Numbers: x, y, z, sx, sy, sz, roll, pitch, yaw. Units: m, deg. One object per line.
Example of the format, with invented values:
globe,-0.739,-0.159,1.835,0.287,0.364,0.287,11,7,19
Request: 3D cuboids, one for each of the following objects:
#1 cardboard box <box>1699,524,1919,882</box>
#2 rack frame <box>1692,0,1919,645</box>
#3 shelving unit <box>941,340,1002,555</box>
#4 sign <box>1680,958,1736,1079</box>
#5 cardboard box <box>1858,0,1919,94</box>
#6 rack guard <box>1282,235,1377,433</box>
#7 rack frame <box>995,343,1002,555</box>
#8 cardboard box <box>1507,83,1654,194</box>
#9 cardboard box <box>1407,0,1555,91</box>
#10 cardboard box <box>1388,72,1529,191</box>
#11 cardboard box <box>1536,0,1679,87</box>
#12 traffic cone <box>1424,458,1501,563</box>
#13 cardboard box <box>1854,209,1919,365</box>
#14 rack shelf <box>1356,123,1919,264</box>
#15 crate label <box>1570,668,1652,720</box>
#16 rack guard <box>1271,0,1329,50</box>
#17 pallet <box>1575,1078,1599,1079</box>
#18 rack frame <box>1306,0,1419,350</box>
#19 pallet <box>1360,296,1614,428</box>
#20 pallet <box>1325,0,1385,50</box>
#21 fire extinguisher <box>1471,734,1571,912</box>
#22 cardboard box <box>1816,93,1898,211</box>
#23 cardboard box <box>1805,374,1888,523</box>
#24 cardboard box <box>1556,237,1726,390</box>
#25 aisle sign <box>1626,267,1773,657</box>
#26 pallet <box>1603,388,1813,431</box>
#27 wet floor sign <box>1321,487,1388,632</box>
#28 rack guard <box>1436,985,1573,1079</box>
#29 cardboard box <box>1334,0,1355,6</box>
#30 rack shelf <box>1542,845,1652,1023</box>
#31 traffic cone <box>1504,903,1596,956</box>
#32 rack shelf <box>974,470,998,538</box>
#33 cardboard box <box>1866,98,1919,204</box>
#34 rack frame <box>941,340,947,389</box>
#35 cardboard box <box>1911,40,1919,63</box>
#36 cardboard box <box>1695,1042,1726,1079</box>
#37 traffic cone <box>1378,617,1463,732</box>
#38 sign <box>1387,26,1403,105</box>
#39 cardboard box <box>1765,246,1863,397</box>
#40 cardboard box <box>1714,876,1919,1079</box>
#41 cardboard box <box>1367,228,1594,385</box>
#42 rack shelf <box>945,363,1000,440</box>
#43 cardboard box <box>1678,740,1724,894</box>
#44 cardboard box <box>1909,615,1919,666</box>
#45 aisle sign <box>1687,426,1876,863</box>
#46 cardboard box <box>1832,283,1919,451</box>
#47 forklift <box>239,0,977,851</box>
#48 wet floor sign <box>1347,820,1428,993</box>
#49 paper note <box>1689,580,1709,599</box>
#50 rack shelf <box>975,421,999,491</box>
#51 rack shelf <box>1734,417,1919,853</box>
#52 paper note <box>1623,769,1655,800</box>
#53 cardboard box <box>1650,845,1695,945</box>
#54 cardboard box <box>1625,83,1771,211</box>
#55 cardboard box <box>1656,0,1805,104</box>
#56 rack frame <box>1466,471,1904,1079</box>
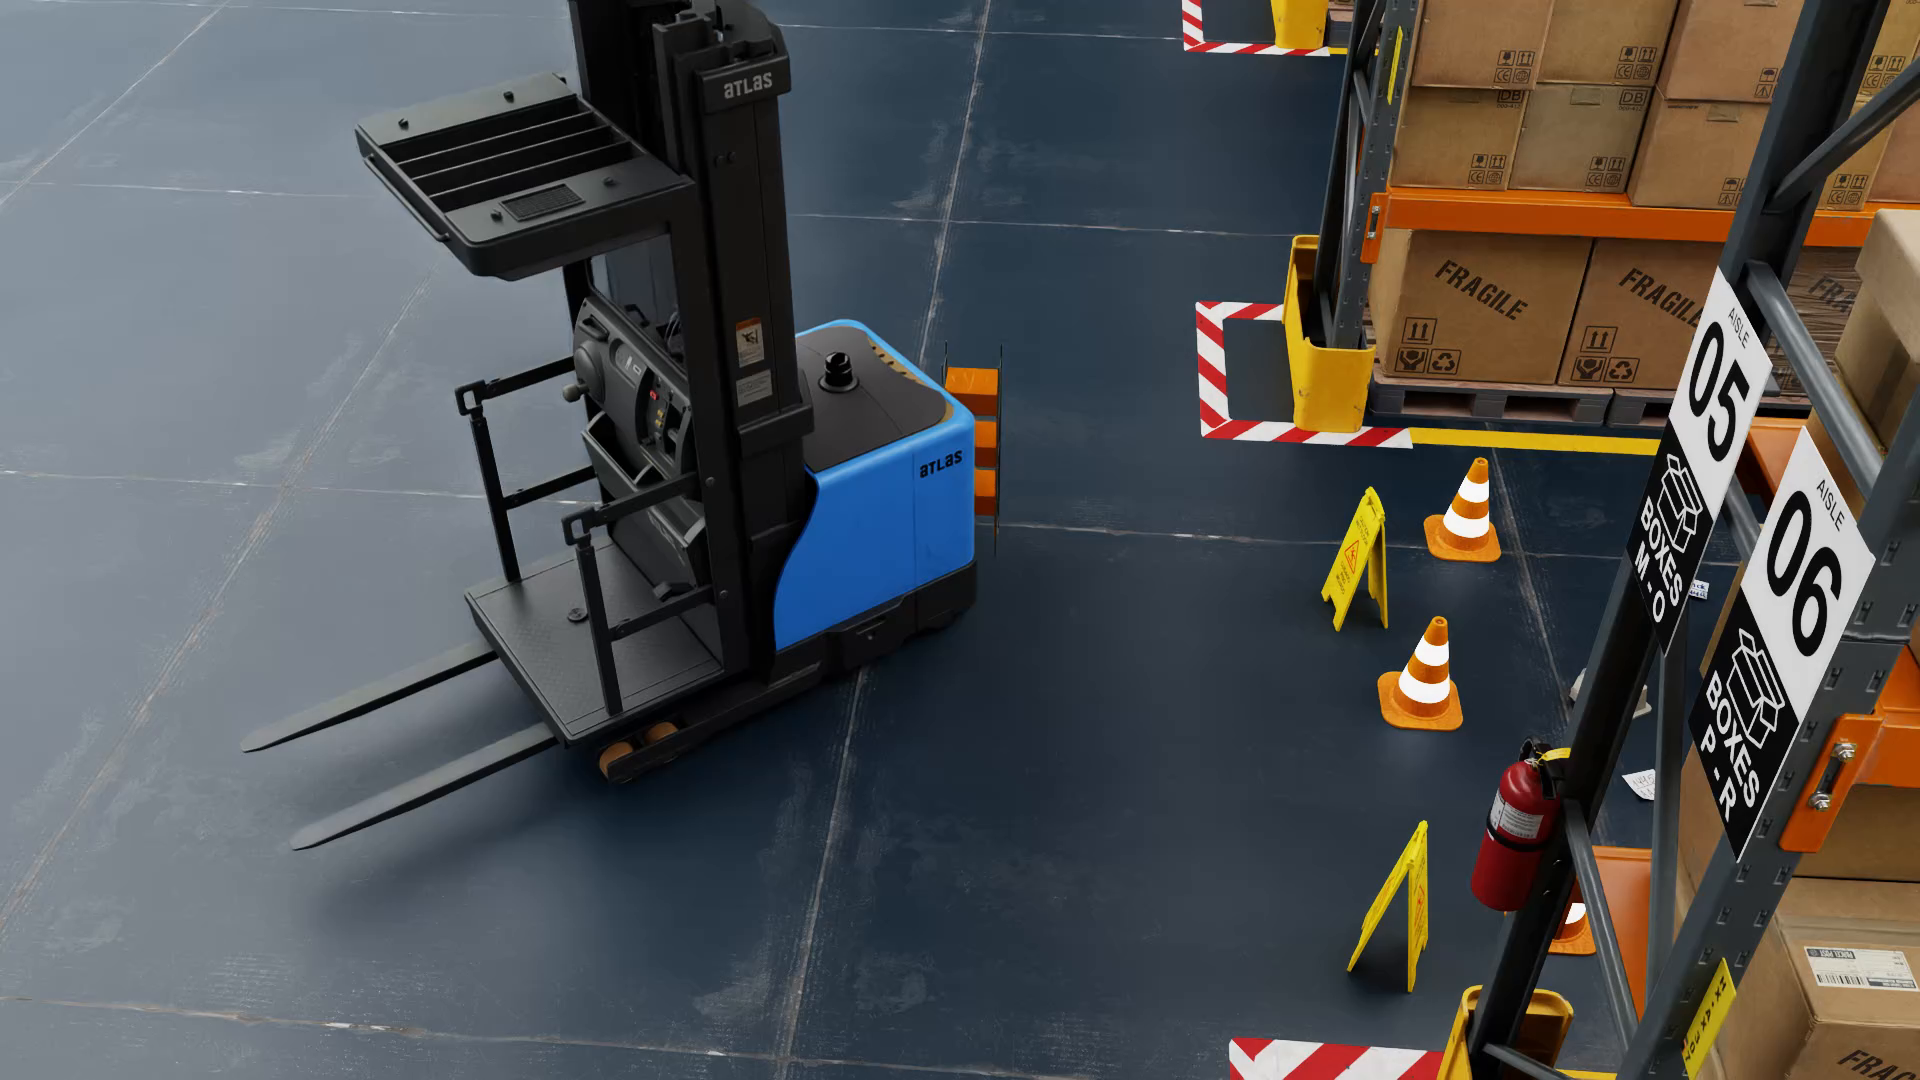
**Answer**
cardboard box,2.185,0.380,3.971,0.500,0.500,0.700,2,39,3
rack frame,1.657,-1.295,2.384,0.127,3.000,1.000,3,39,4
shelving unit,0.053,-0.404,7.585,0.252,1.050,0.215,3,39,4
sign,1.611,1.037,3.585,0.005,0.325,0.100,3,39,4
cardboard box,3.991,-2.485,7.623,0.500,0.550,0.875,3,39,4
rack guard,1.960,-1.119,8.900,0.348,0.500,1.175,3,39,4
rack frame,0.175,-0.398,7.577,0.008,1.050,0.200,3,39,4
cardboard box,2.907,-2.138,8.052,0.550,0.550,0.875,3,39,4
cardboard box,2.350,-2.520,7.666,0.550,0.550,0.875,3,39,4
cardboard box,2.357,-2.154,8.072,0.550,0.550,0.875,3,39,4
cardboard box,2.906,-2.548,7.700,0.550,0.550,0.875,3,39,4
traffic cone,2.390,-0.182,7.777,0.334,0.463,0.336,3,39,4
cardboard box,2.020,-0.511,3.364,0.250,0.149,0.380,3,39,4
rack shelf,3.976,-1.700,8.202,4.000,0.370,1.077,3,39,4
crate label,2.743,0.641,7.025,0.298,0.136,0.250,-16,42,-19
rack guard,2.588,-4.228,12.719,0.348,0.500,1.175,3,39,4
pallet,2.539,2.183,5.071,1.213,0.211,1.003,3,39,4
rack frame,1.984,-2.087,8.109,0.127,3.000,1.000,3,39,4
pallet,2.787,-1.012,8.996,1.213,0.211,1.003,3,39,4
pallet,3.394,-4.049,12.728,1.213,0.211,1.003,3,39,4
fire extinguisher,1.583,0.765,4.666,0.183,0.674,0.296,3,39,4
cardboard box,3.986,-2.025,7.914,0.500,0.550,0.875,3,39,4
cardboard box,2.037,-0.191,3.602,0.250,0.149,0.380,3,39,4
cardboard box,3.542,-1.384,8.596,0.875,0.875,0.875,3,39,3
aisle sign,1.620,-0.163,3.685,0.004,0.787,0.394,3,39,4
pallet,3.999,-0.944,8.913,1.213,0.211,1.003,3,39,4
wet floor sign,1.784,0.069,7.324,0.232,0.644,0.267,-3,39,-4
rack guard,1.733,2.005,5.061,0.348,0.500,1.175,3,39,4
cardboard box,3.133,-4.350,12.536,0.500,0.500,0.500,10,40,12
rack shelf,3.650,1.419,4.371,4.000,0.370,1.077,3,39,4
traffic cone,2.197,1.227,6.046,0.334,0.463,0.336,3,39,4
rack shelf,0.053,-0.180,7.768,0.240,0.259,0.215,3,39,4
cardboard box,4.522,-2.060,7.956,0.550,0.550,0.875,3,39,4
rack frame,-0.068,-0.411,7.594,0.008,1.050,0.200,3,39,4
cardboard box,4.520,-2.461,7.594,0.550,0.550,0.875,3,39,4
cardboard box,1.978,1.277,4.174,0.250,0.149,0.380,3,39,4
traffic cone,1.954,0.511,6.927,0.334,0.463,0.336,3,39,4
sign,1.930,-2.105,7.382,0.005,0.325,0.100,3,39,4
cardboard box,4.450,-1.333,8.533,0.875,0.875,0.875,3,39,4
cardboard box,2.105,1.077,3.906,0.500,0.500,0.500,3,39,3
cardboard box,2.665,-1.431,8.653,0.875,0.875,0.875,3,39,4
rack shelf,0.053,-0.616,7.413,0.240,0.259,0.215,3,39,4
cardboard box,2.222,0.733,4.329,0.500,0.500,0.500,2,39,3
cardboard box,1.960,0.188,3.137,0.250,0.149,0.380,3,39,4
aisle sign,1.569,0.215,3.221,0.004,0.787,0.394,3,39,4
cardboard box,2.190,-0.331,3.458,0.500,0.250,0.500,3,39,3
forklift,-1.422,-0.536,6.257,3.031,2.935,1.130,-24,45,-26
wet floor sign,1.560,1.261,5.860,0.232,0.644,0.267,16,42,19
paper note,3.358,0.216,7.633,0.142,0.017,0.144,16,42,19
rack shelf,0.053,-0.396,7.592,0.240,0.259,0.215,3,39,4
rack shelf,3.650,0.256,3.424,4.000,0.370,1.077,3,39,4
paper note,2.771,0.982,6.689,0.142,0.019,0.148,-10,40,-12
cardboard box,2.048,1.014,4.497,0.250,0.149,0.380,4,39,5
cardboard box,3.454,-2.028,7.917,0.550,0.550,0.875,3,39,4
cardboard box,3.452,-2.432,7.558,0.550,0.550,0.875,3,39,4
rack frame,1.657,1.031,4.277,0.127,3.000,1.000,3,39,4
